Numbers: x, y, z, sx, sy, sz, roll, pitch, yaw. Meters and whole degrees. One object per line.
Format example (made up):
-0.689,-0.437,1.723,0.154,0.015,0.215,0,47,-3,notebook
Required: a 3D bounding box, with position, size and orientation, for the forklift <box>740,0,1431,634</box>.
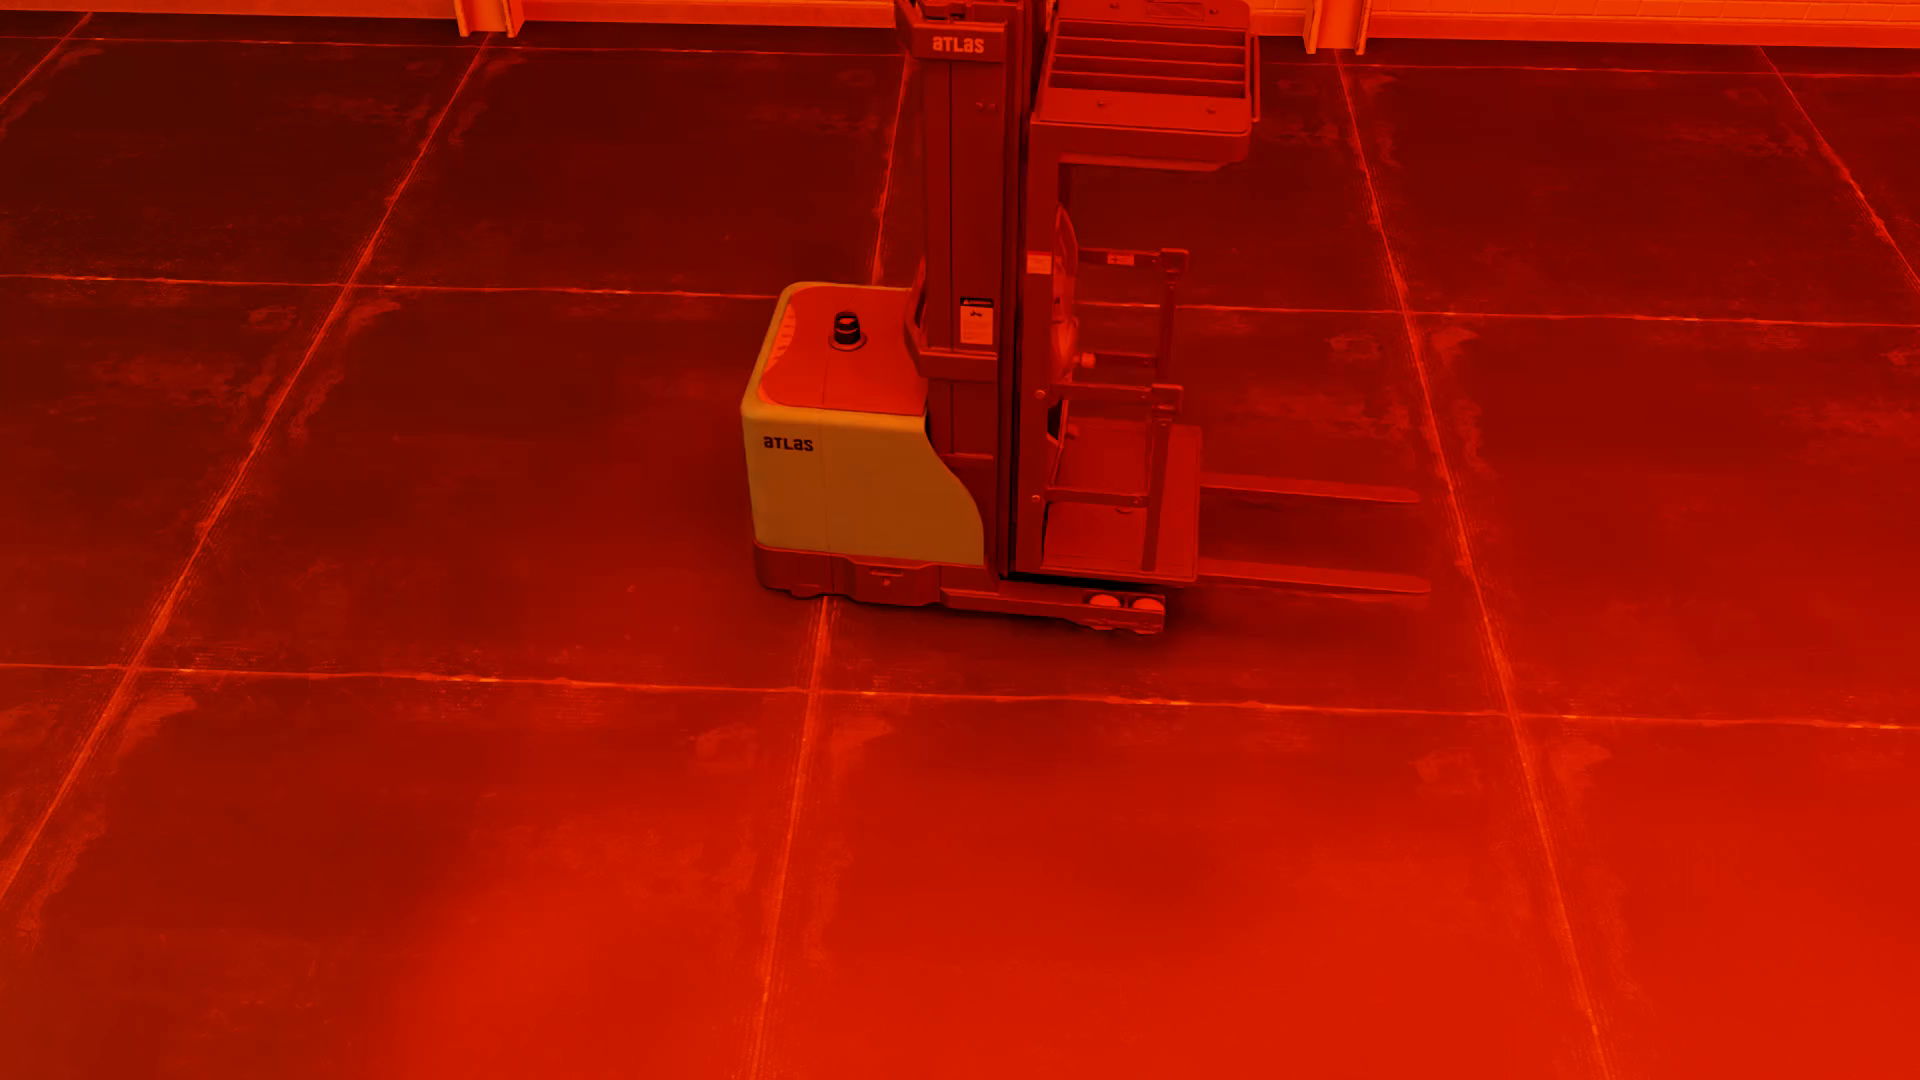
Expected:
0.617,-1.042,6.883,3.031,2.935,1.130,5,43,5,forklift
